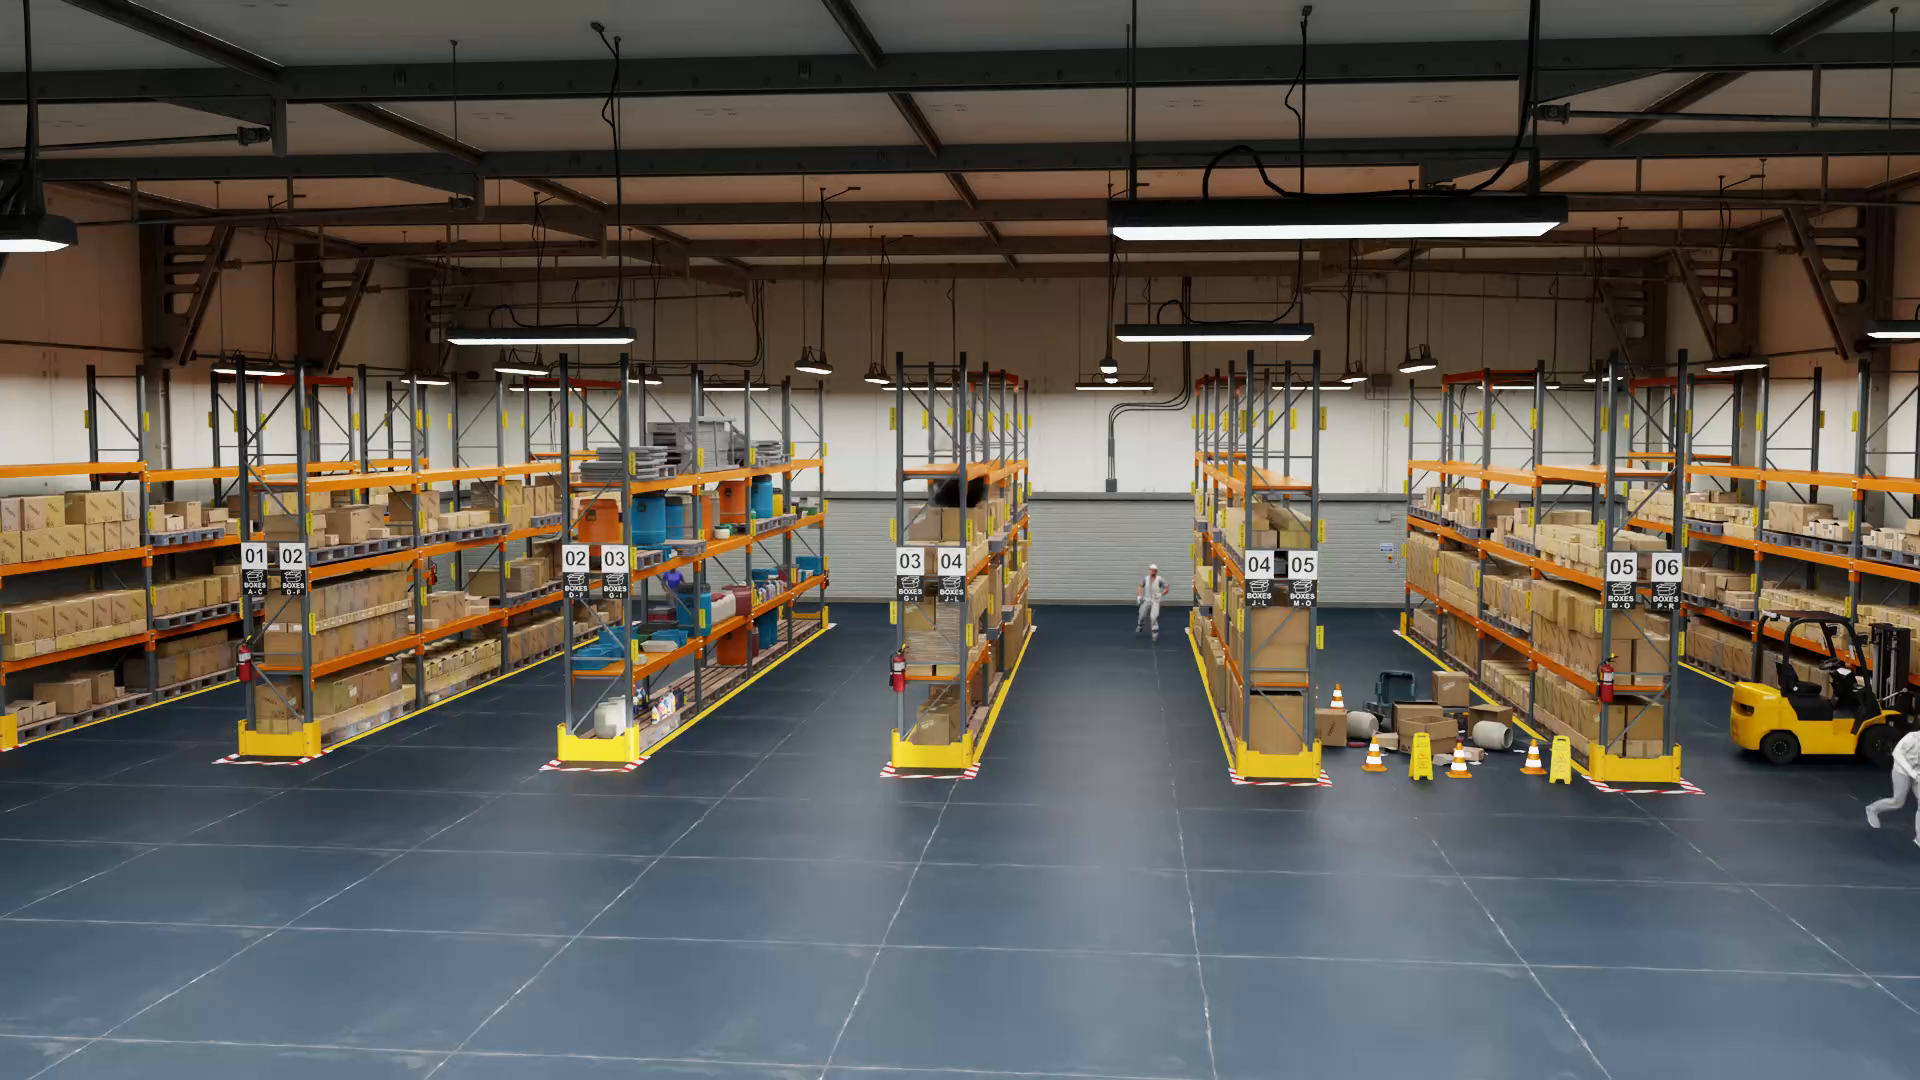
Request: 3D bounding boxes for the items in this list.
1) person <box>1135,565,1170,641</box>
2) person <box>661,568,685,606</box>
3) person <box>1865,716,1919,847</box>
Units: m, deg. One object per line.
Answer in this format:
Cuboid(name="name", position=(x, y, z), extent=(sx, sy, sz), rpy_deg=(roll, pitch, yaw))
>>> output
Cuboid(name="person", position=(4.397, 1.439, 38.232), extent=(0.856, 1.774, 0.656), rpy_deg=(2, 4, 22))
Cuboid(name="person", position=(-6.933, 1.329, 40.363), extent=(0.596, 1.622, 0.552), rpy_deg=(-2, 4, -21))
Cuboid(name="person", position=(11.229, 2.819, 19.786), extent=(0.643, 1.630, 0.960), rpy_deg=(-2, 4, -22))
